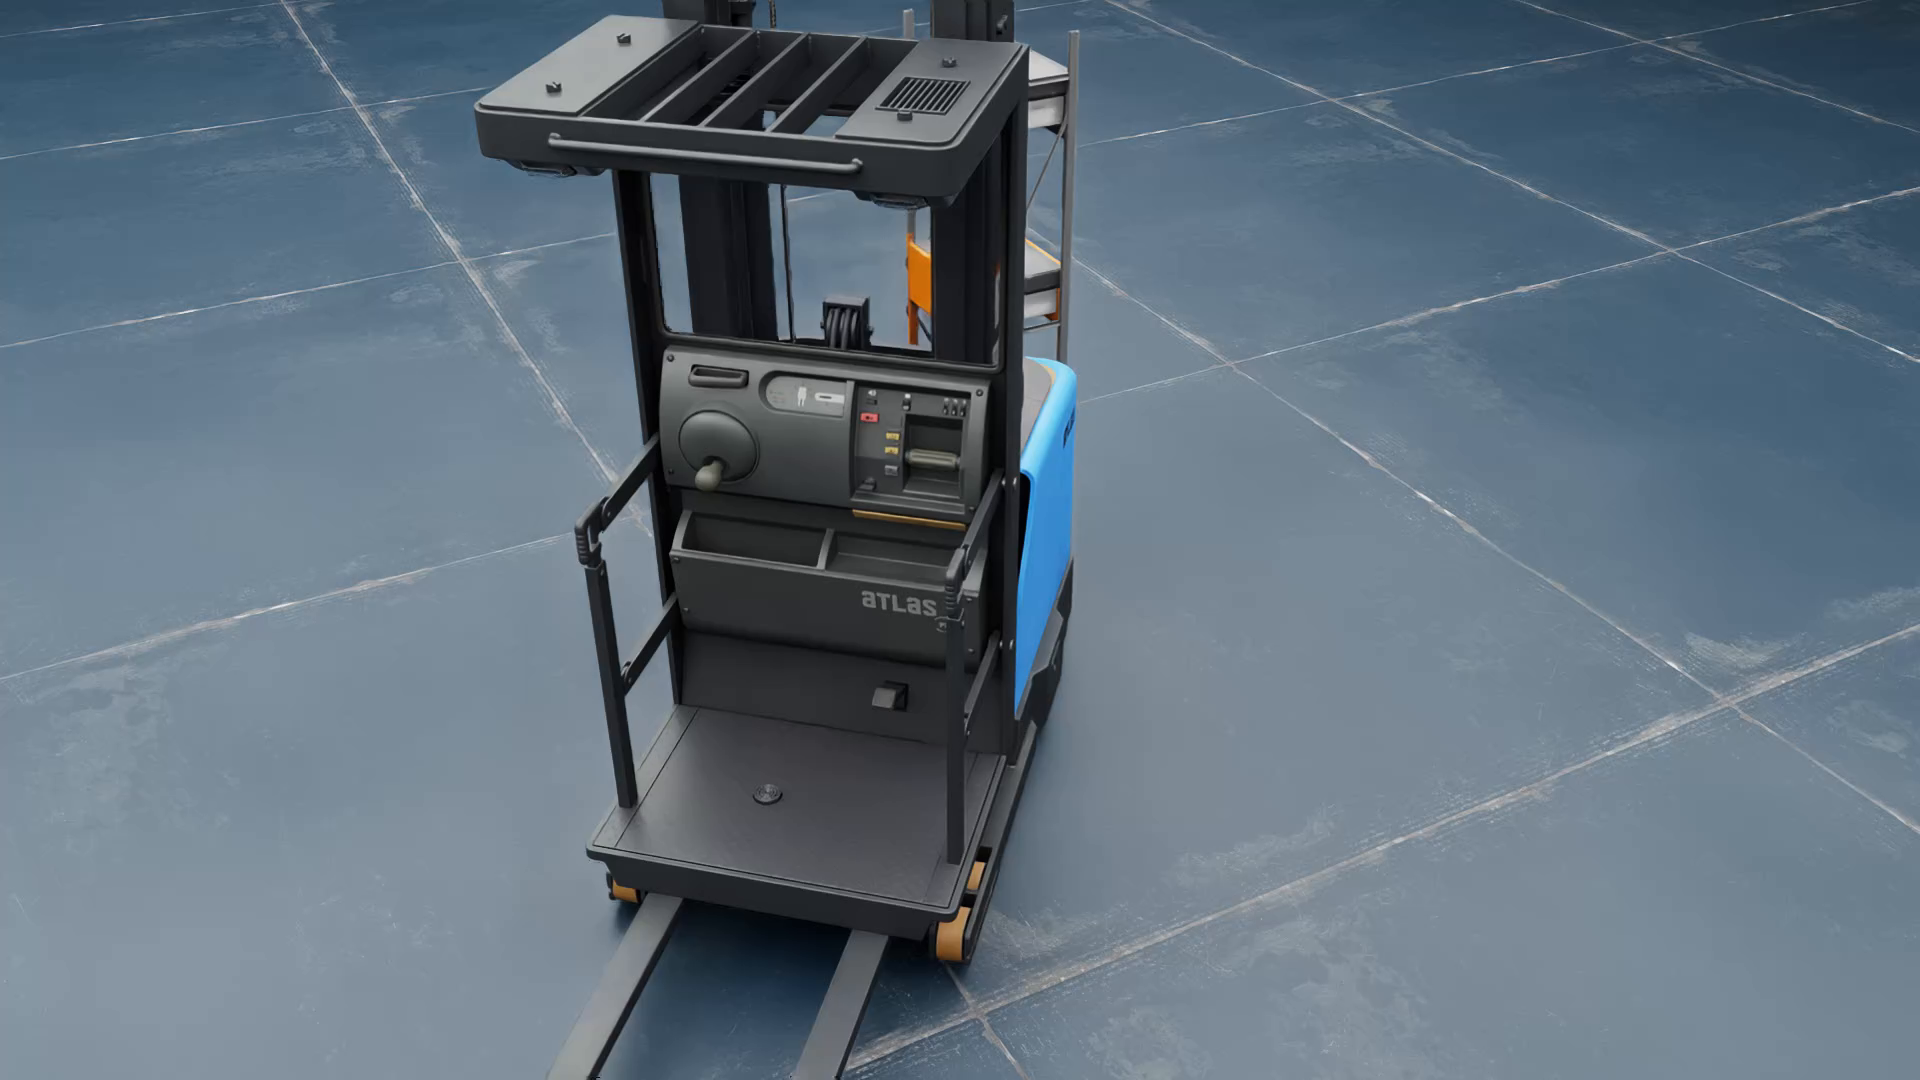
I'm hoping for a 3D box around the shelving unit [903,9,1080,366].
[{"bbox_3d":[0.099,-0.856,6.140,0.431,2.100,0.503,-16,36,-23],"label":"shelving unit"}]

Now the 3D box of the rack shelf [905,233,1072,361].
[{"bbox_3d":[0.099,-0.845,6.148,0.431,0.518,0.480,-16,36,-23],"label":"rack shelf"}]

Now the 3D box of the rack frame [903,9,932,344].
[{"bbox_3d":[-0.015,-0.973,6.322,0.400,2.100,0.015,-16,36,-23],"label":"rack frame"}]

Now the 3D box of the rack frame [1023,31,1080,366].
[{"bbox_3d":[0.214,-0.740,5.959,0.400,2.100,0.015,-16,36,-23],"label":"rack frame"}]

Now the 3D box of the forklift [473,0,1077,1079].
[{"bbox_3d":[-0.431,-0.237,4.404,1.130,2.935,3.031,7,33,12],"label":"forklift"}]

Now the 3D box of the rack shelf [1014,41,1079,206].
[{"bbox_3d":[0.099,-1.434,5.770,0.431,0.518,0.480,-16,36,-23],"label":"rack shelf"}]
